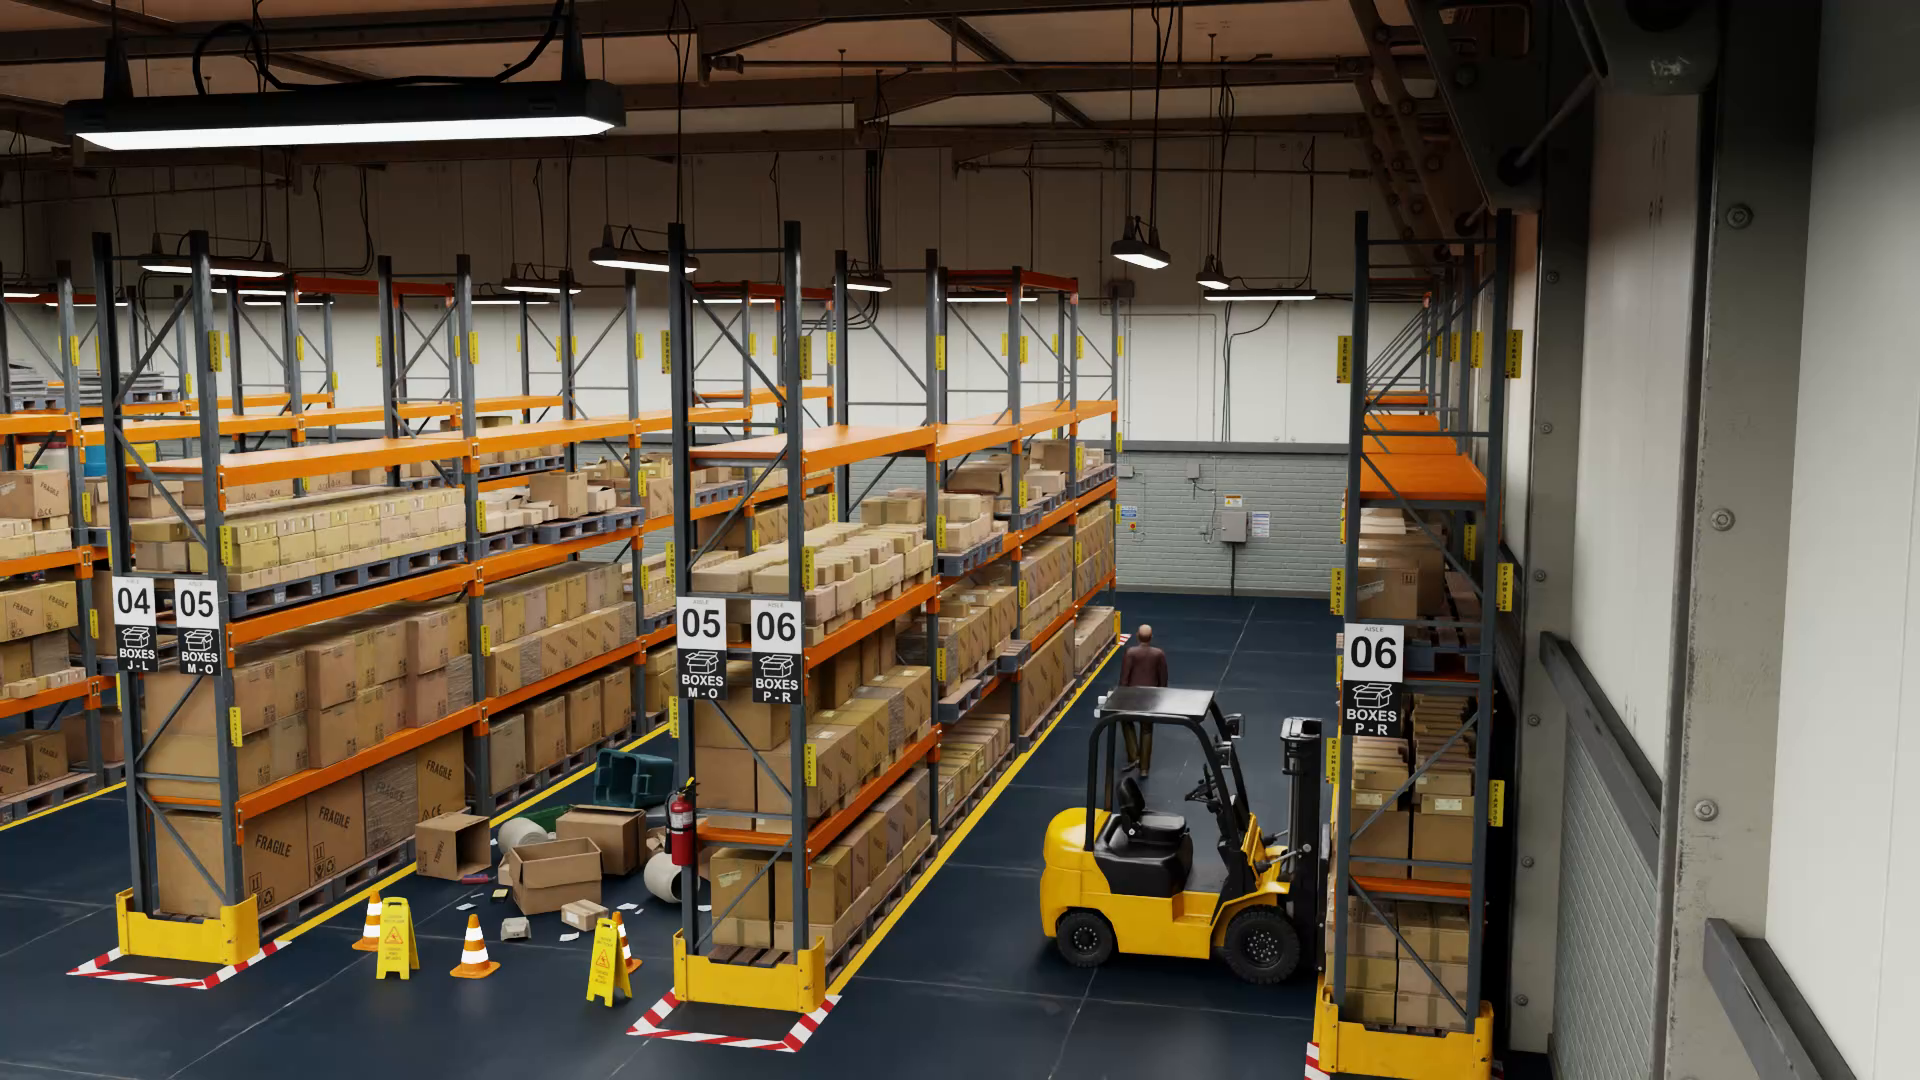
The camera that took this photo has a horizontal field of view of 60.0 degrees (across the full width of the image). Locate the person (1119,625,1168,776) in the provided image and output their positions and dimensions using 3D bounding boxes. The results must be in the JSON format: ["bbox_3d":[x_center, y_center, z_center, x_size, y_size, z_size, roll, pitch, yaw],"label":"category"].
[{"bbox_3d":[2.158,1.895,19.649,0.631,1.793,0.535,-1,7,-5],"label":"person"}]
